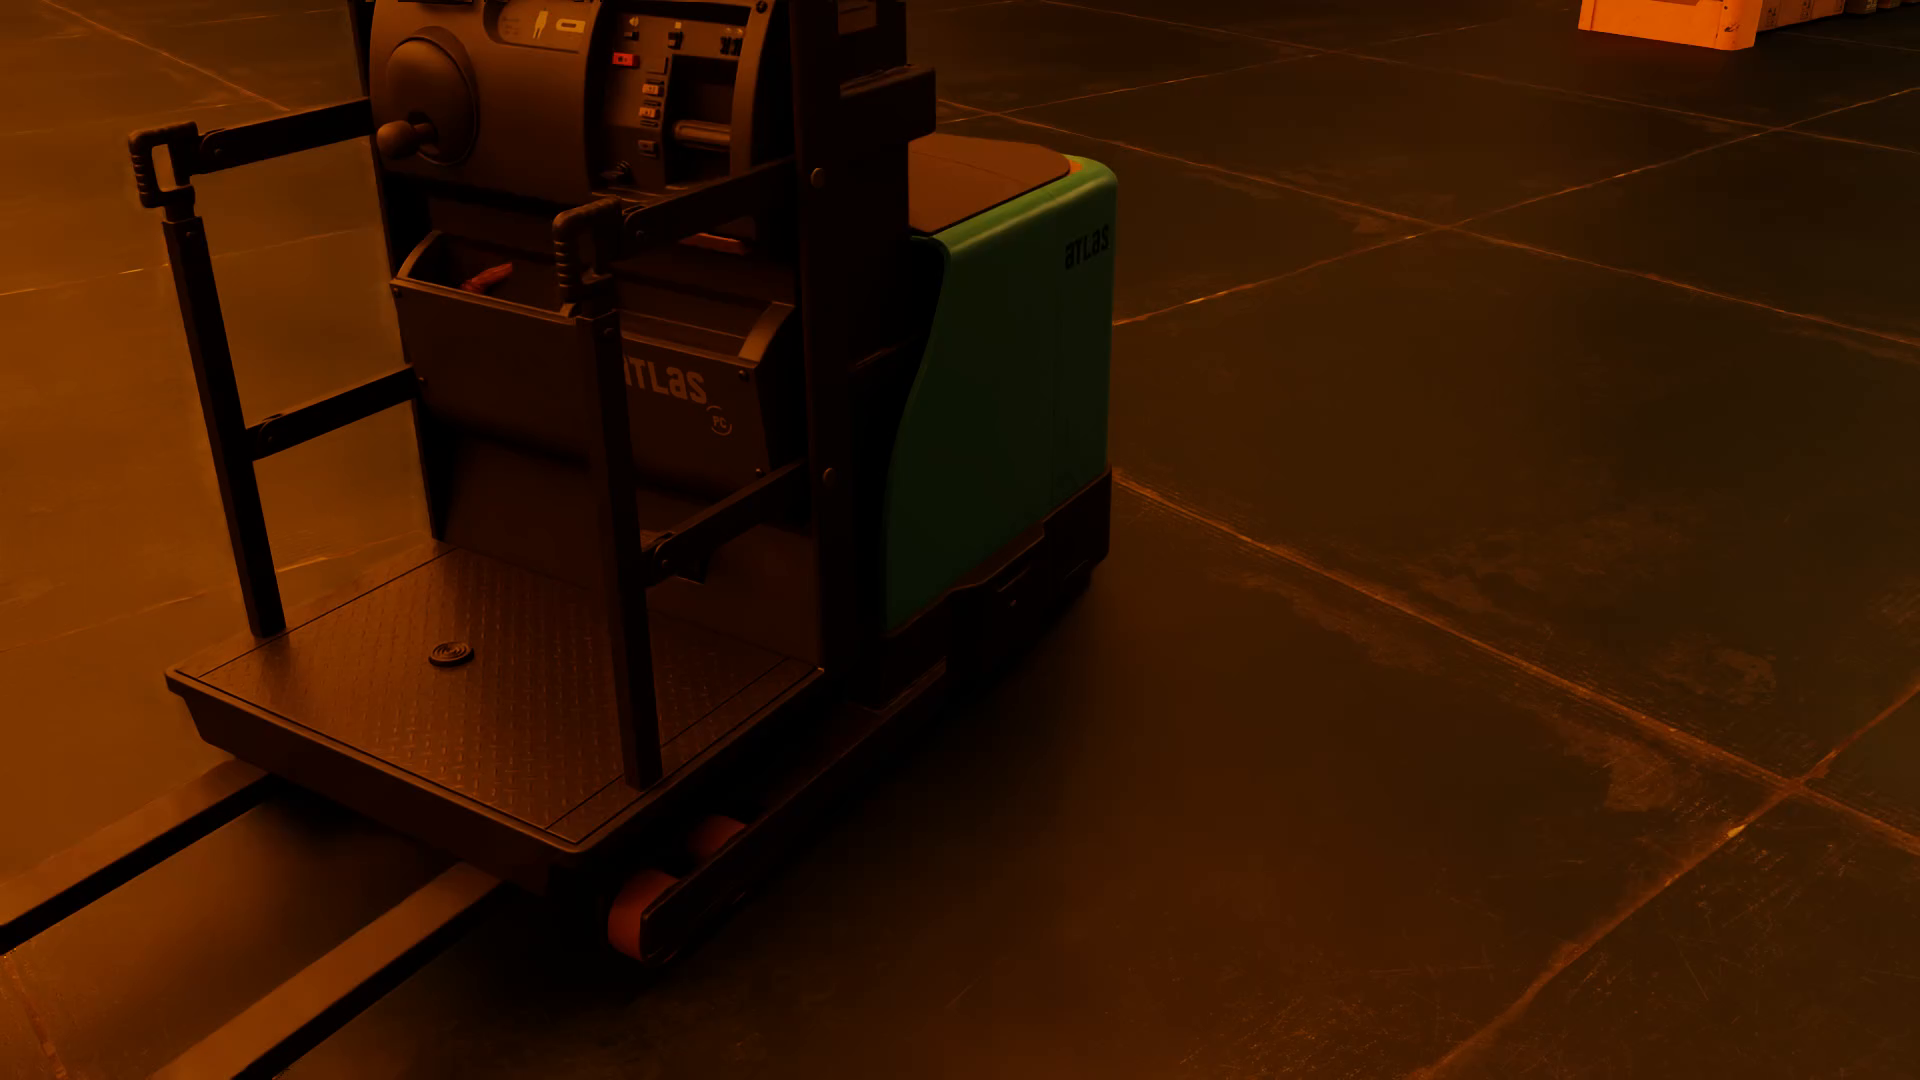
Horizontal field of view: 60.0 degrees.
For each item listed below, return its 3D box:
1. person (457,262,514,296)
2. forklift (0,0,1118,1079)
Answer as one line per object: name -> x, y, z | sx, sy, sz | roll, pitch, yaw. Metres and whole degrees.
person -> -0.746, -0.524, 3.579 | 0.720, 1.500, 0.731 | -8, 27, -16
forklift -> -0.822, -0.792, 2.800 | 1.130, 2.935, 3.031 | 15, 30, 28
